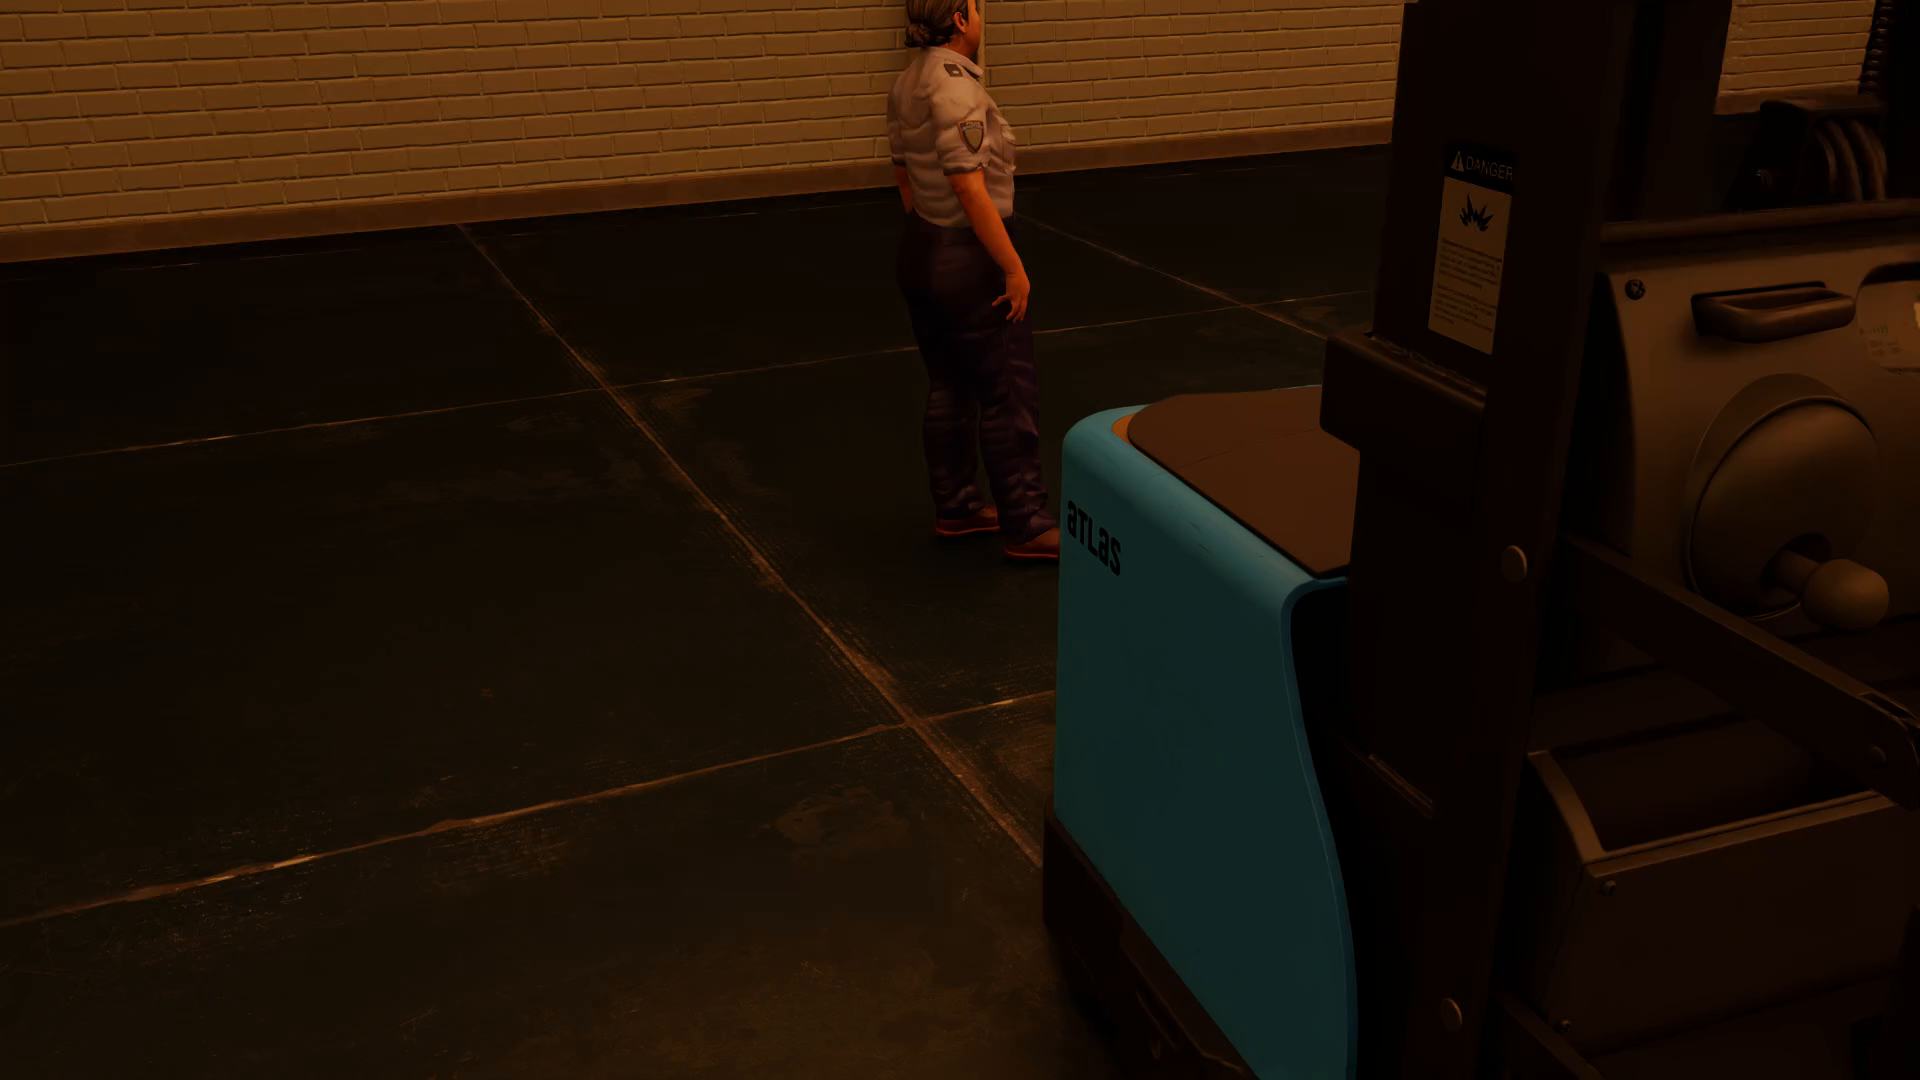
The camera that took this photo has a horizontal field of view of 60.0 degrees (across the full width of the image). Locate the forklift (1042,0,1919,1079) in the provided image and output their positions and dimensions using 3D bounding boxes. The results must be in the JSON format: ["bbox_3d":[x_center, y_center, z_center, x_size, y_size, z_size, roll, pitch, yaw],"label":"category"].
[{"bbox_3d":[1.139,-0.114,1.560,1.130,2.935,3.031,-8,24,-18],"label":"forklift"}]

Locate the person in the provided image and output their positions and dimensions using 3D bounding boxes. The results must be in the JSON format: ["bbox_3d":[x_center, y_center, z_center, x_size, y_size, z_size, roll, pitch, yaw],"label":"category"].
[{"bbox_3d":[0.091,-0.775,4.803,0.503,1.651,0.598,-10,25,-23],"label":"person"}]
